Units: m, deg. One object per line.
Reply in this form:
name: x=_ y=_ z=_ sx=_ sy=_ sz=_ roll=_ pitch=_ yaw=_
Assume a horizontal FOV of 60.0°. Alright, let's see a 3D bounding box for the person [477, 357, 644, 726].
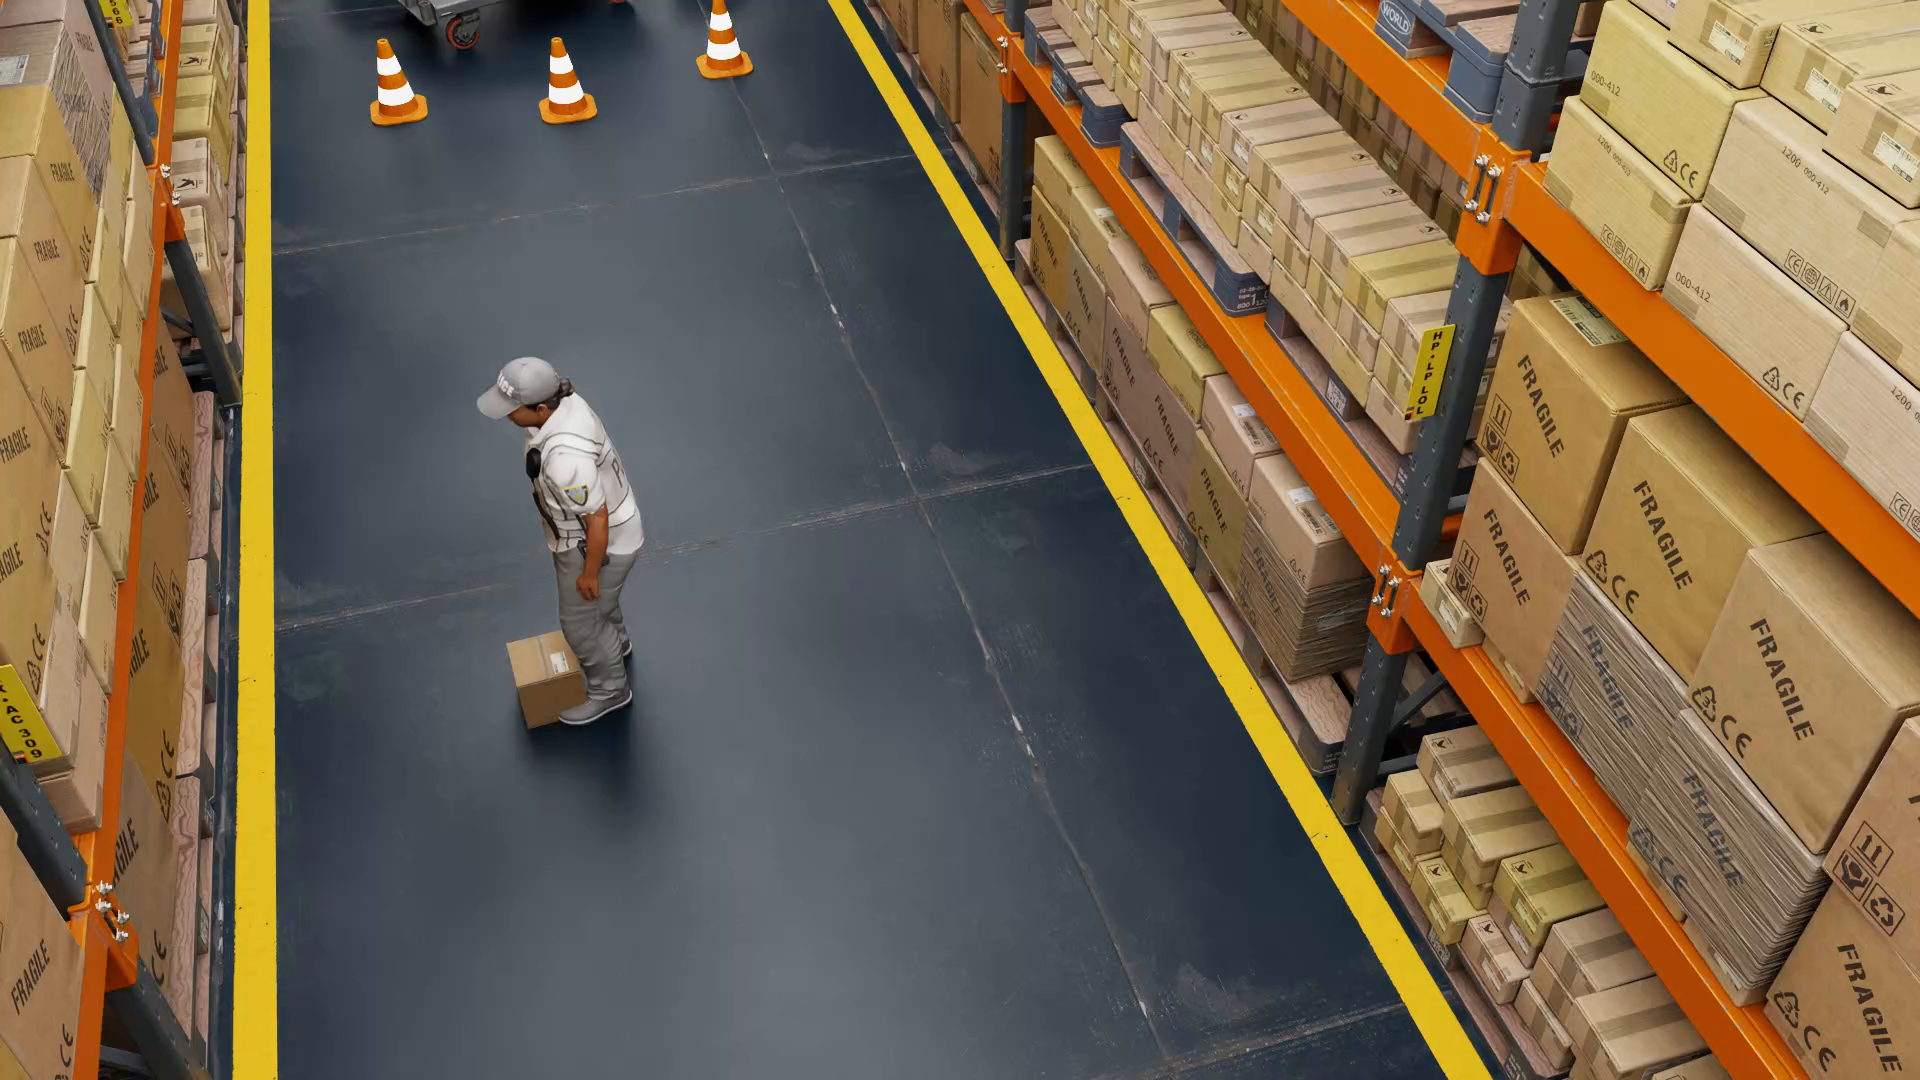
person: x=-1.427 y=-0.023 z=6.181 sx=0.470 sy=1.665 sz=0.561 roll=-15 pitch=44 yaw=-15
